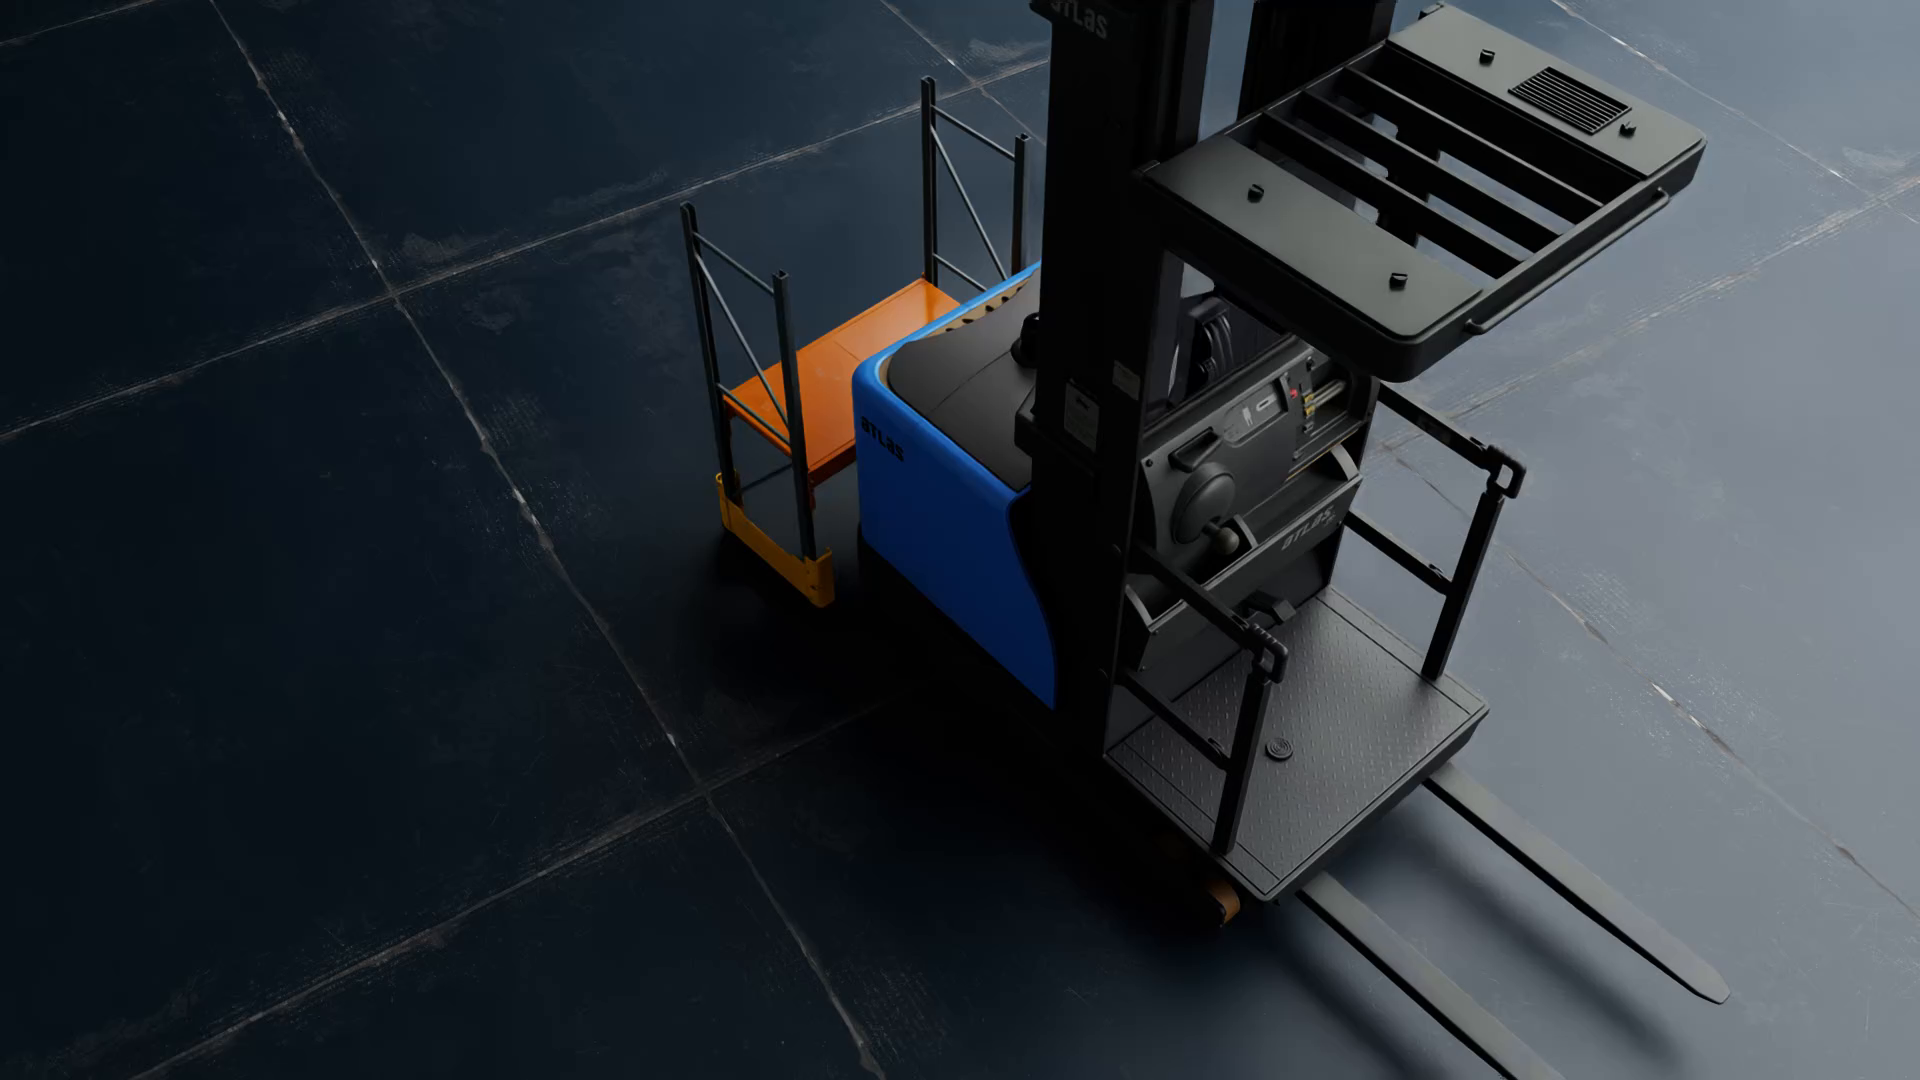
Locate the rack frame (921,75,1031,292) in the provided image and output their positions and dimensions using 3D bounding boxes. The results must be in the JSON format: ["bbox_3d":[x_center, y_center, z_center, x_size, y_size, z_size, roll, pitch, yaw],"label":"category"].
[{"bbox_3d":[0.049,-0.937,6.080,0.032,1.500,0.500,-35,57,-27],"label":"rack frame"}]

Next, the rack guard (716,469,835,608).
[{"bbox_3d":[-0.676,-0.011,6.092,0.087,0.250,0.587,-35,57,-27],"label":"rack guard"}]

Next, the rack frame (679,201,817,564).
[{"bbox_3d":[-0.691,-0.417,5.617,0.032,1.500,0.500,-35,57,-27],"label":"rack frame"}]

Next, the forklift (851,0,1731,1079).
[{"bbox_3d":[0.981,-0.213,4.477,1.130,2.935,3.031,-33,56,-26],"label":"forklift"}]

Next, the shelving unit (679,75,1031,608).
[{"bbox_3d":[-0.314,-0.682,5.853,1.083,1.500,0.587,-35,57,-27],"label":"shelving unit"}]

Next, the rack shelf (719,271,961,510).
[{"bbox_3d":[-0.321,-0.557,5.983,1.000,0.185,0.538,-35,57,-27],"label":"rack shelf"}]
